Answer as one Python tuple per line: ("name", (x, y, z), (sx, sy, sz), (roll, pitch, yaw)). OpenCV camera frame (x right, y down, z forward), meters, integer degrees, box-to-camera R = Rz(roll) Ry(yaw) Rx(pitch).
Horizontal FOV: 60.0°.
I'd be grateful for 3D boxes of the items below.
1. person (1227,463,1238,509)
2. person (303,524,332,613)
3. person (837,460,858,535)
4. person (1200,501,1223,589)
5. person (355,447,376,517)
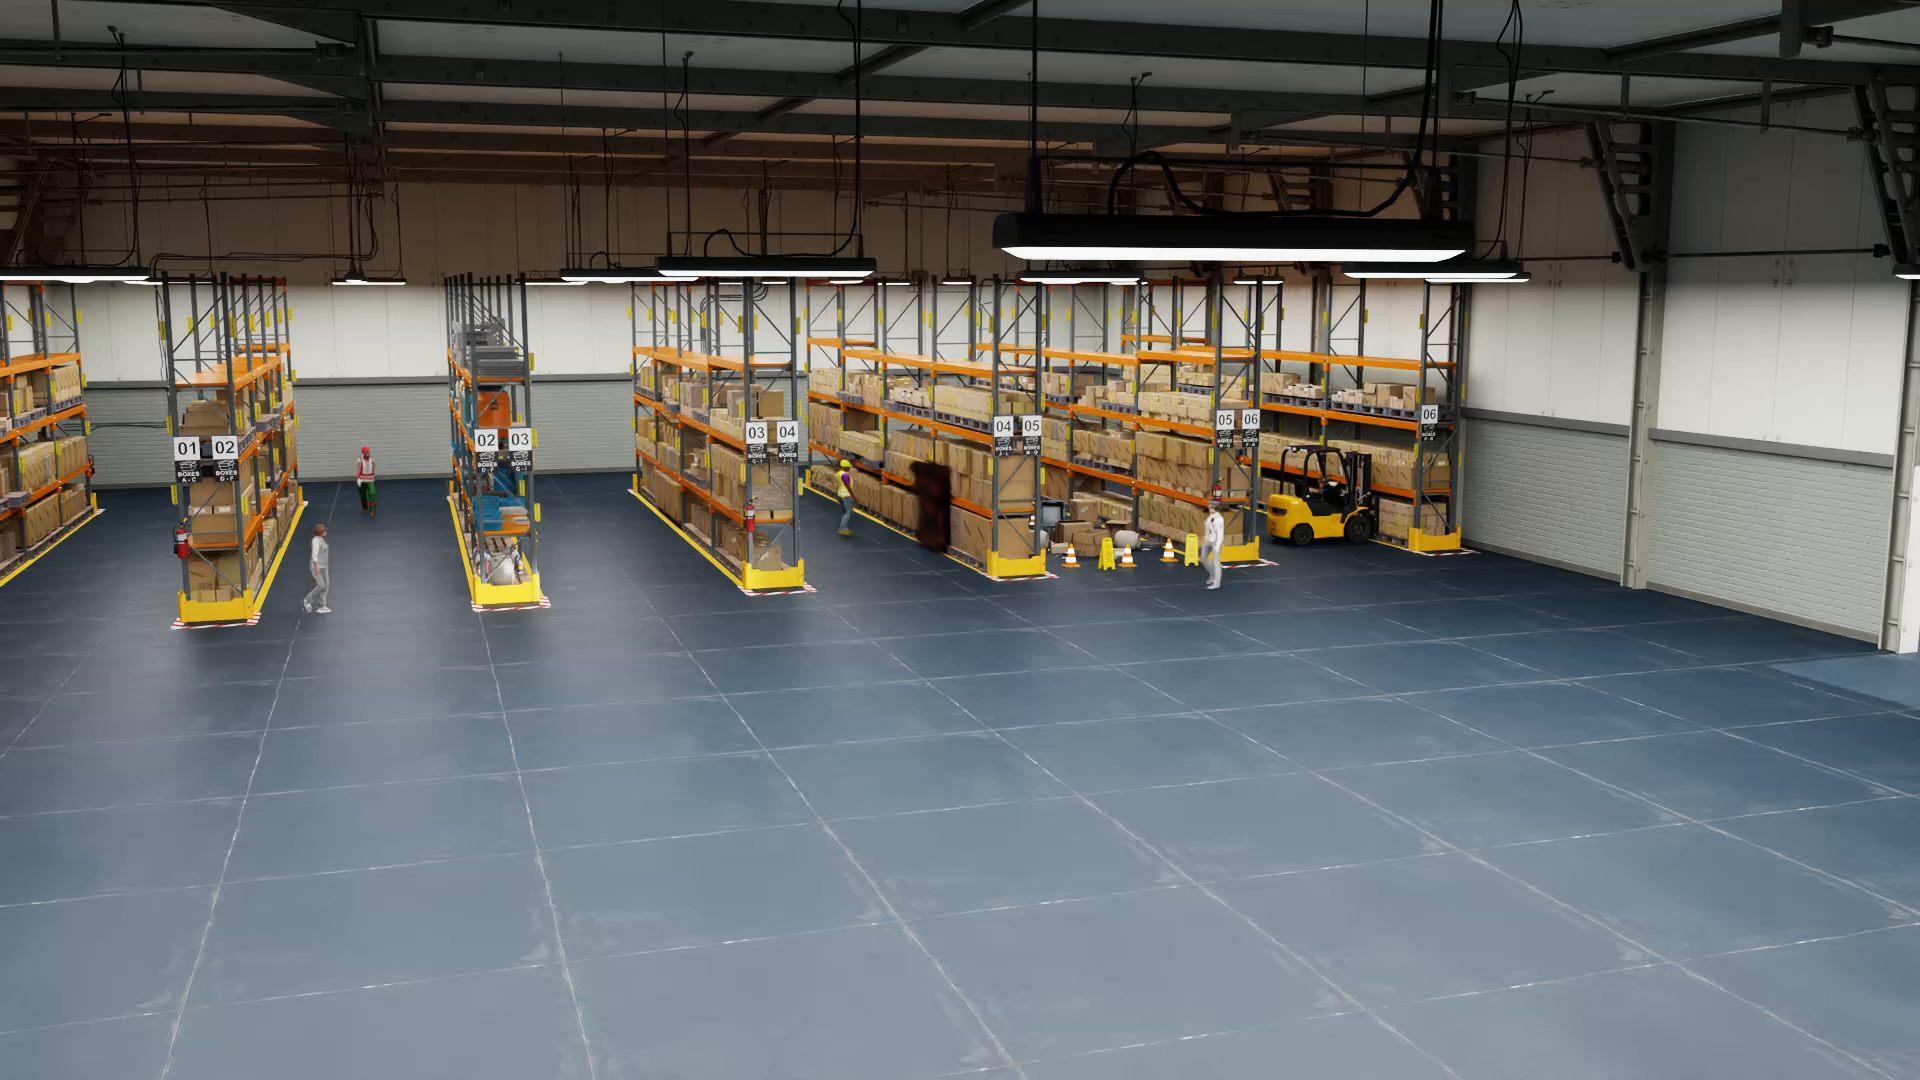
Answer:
("person", (6.480, -1.065, 39.709), (0.440, 1.660, 0.527), (4, 10, 26))
("person", (-11.428, 0.499, 29.590), (0.494, 1.582, 0.497), (1, 9, 9))
("person", (-2.663, -0.994, 38.710), (0.473, 1.775, 0.588), (-3, 9, -21))
("person", (4.886, 0.073, 32.031), (0.447, 1.677, 0.562), (-5, 10, -29))
("person", (-15.003, -1.484, 41.990), (0.499, 1.741, 0.975), (-3, 9, -21))
